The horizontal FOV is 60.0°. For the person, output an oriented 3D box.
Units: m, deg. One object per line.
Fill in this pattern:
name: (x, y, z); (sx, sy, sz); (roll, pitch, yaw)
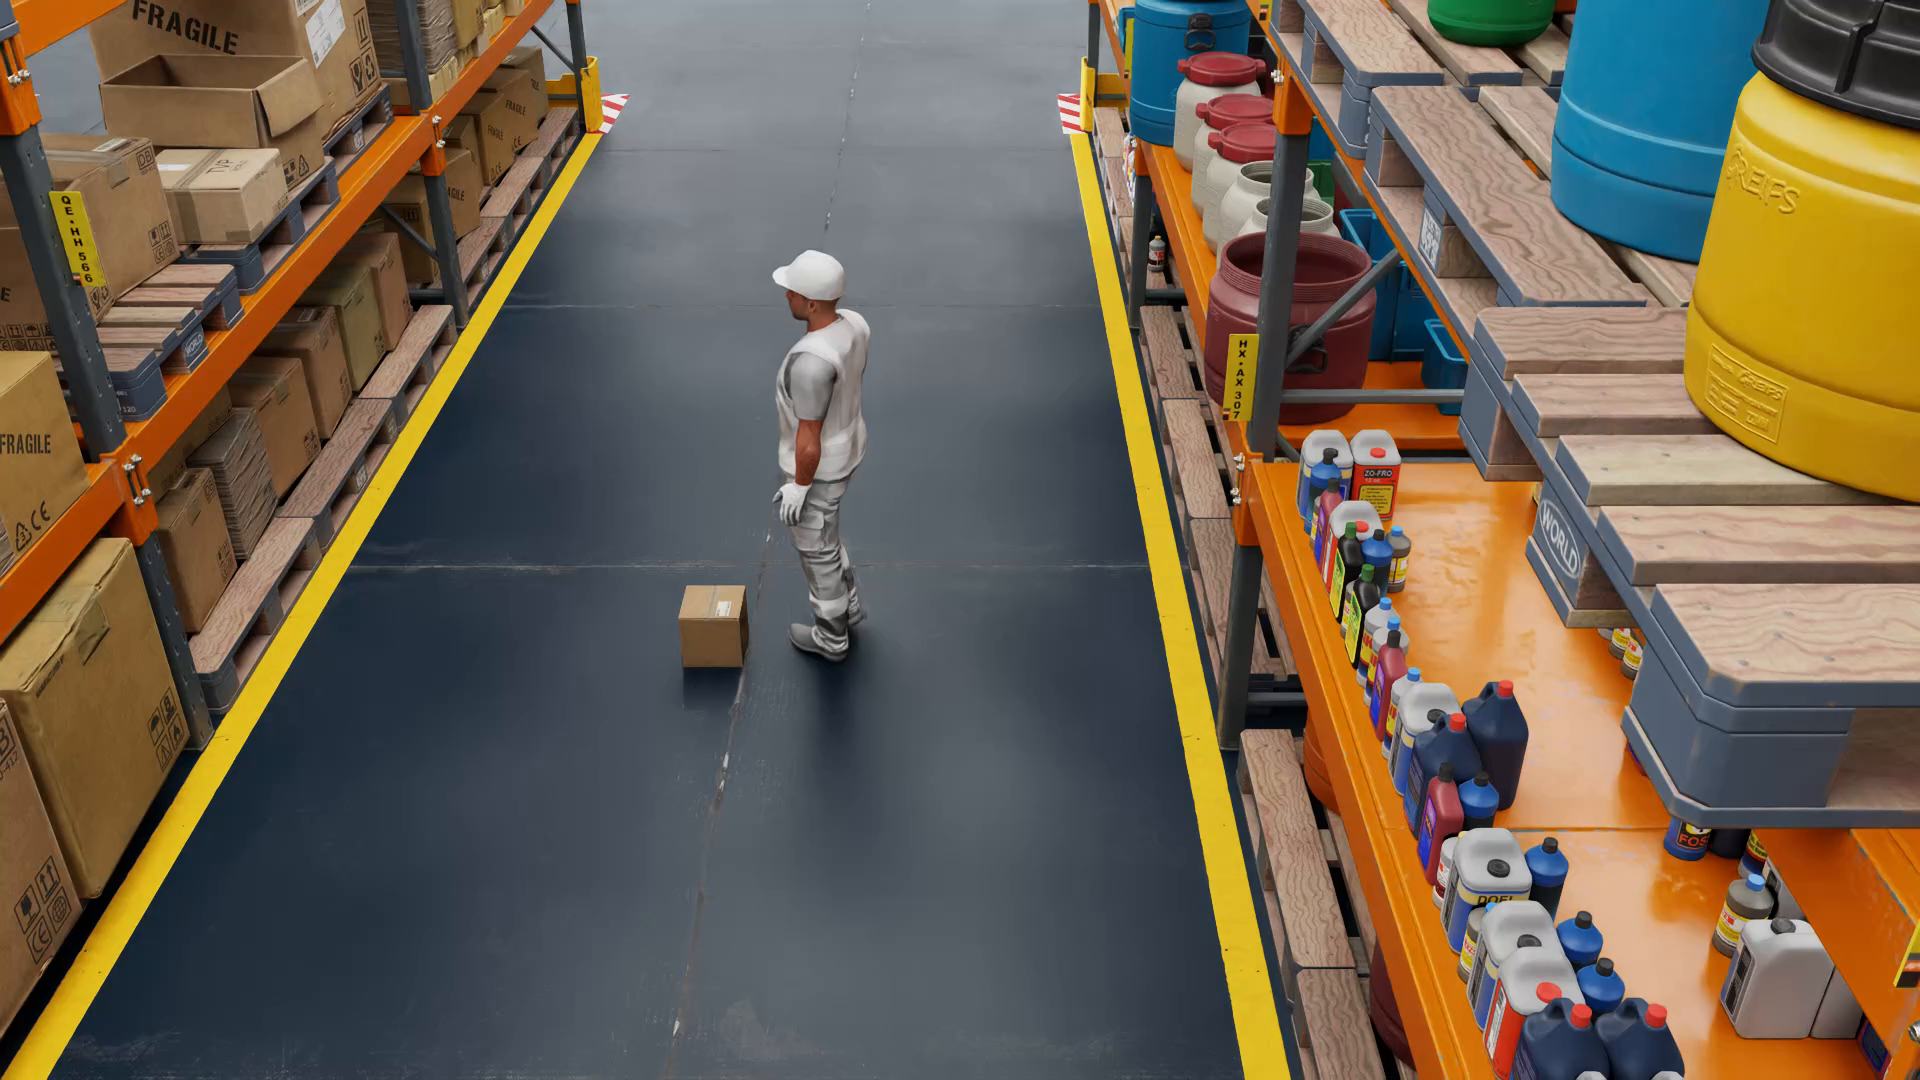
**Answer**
person: (-0.571, -0.294, 6.605); (0.391, 1.821, 0.553); (9, 32, 15)
